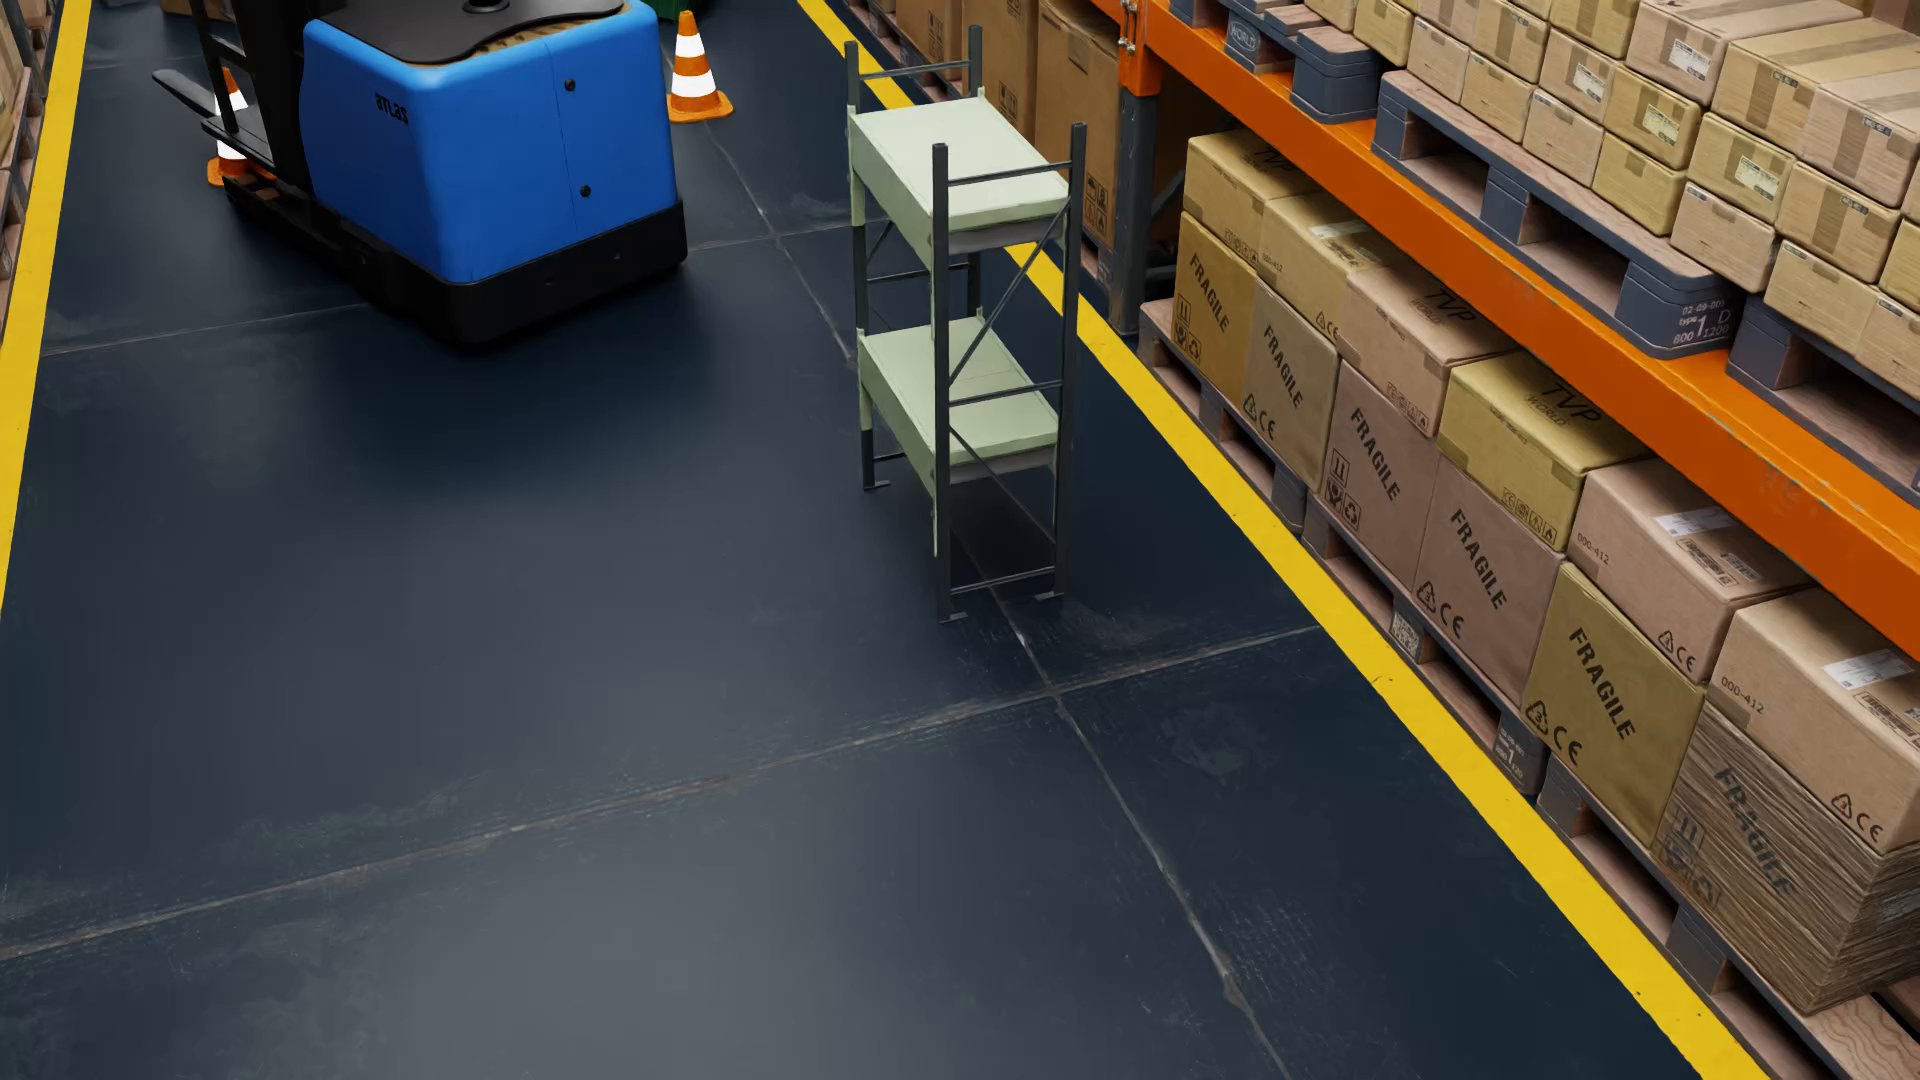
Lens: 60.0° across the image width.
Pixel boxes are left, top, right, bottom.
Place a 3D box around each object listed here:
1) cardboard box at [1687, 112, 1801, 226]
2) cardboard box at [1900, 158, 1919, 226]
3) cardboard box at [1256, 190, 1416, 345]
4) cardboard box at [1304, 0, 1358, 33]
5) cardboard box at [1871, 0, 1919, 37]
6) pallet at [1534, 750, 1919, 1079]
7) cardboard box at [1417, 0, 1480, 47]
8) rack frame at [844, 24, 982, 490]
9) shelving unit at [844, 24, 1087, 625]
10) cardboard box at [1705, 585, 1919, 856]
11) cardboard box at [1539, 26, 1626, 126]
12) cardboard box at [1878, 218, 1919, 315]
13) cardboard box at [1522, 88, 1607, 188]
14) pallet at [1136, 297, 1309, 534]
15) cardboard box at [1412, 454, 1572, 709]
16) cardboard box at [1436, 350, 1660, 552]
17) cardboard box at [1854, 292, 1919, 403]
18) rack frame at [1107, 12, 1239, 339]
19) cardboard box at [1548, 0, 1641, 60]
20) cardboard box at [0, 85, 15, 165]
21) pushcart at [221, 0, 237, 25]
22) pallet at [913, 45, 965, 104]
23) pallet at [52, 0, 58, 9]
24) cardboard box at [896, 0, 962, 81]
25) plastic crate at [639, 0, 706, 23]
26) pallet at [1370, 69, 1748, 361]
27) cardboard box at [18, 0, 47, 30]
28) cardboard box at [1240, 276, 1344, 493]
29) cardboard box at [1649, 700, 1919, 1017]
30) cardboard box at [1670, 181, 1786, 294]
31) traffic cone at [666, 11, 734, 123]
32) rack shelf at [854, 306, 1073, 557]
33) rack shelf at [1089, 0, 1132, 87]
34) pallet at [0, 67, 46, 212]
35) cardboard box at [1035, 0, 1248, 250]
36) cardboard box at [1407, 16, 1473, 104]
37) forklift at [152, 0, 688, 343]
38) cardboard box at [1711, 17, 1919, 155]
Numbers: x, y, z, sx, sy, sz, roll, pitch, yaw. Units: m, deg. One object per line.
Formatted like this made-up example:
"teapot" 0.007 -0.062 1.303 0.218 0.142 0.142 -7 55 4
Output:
"cardboard box" 1.747 -0.796 3.426 0.380 0.149 0.250 -14 39 -18
"cardboard box" 1.929 -0.625 2.952 0.380 0.149 0.250 -14 39 -17
"cardboard box" 1.239 -0.838 4.974 0.500 0.250 0.500 -13 39 -16
"cardboard box" 1.204 -1.564 4.693 0.380 0.149 0.250 -11 38 -14
"cardboard box" 2.281 -1.188 3.700 0.380 0.149 0.250 -11 38 -14
"pallet" 2.161 0.839 3.961 1.003 0.211 1.213 -12 39 -16
"cardboard box" 1.394 -1.380 4.202 0.380 0.149 0.250 -12 39 -16
"rack frame" -0.128 -0.810 5.078 0.400 1.500 0.023 -12 39 -16
"shelving unit" -0.002 -0.603 4.804 0.431 1.500 0.755 -12 39 -16
"cardboard box" 1.937 0.327 3.428 0.500 0.250 0.500 -13 39 -17
"cardboard box" 1.573 -1.088 3.814 0.380 0.149 0.250 -11 38 -14
"cardboard box" 1.934 -0.495 3.026 0.380 0.149 0.250 -11 38 -14
"cardboard box" 1.565 -0.972 3.907 0.380 0.149 0.250 -14 39 -17
"pallet" 1.322 -0.539 5.791 1.003 0.211 1.213 -12 39 -16
"cardboard box" 1.591 0.049 4.421 0.500 0.500 0.500 -13 39 -17
"cardboard box" 1.578 -0.261 4.209 0.500 0.250 0.500 -14 39 -18
"cardboard box" 1.934 -0.374 3.113 0.380 0.149 0.250 -13 39 -16
"rack frame" 1.054 -2.095 5.538 1.000 3.000 0.127 -12 39 -16
"cardboard box" 1.568 -1.215 3.735 0.380 0.149 0.250 -13 39 -17
"cardboard box" -4.502 -1.690 6.835 0.950 0.372 0.625 -10 38 -13
"pushcart" -2.812 -2.726 8.555 1.648 0.377 0.936 -27 45 -31
"pallet" 0.438 -2.130 7.903 1.003 0.211 1.213 -12 39 -16
"pallet" -5.623 -3.221 9.351 1.003 0.211 1.213 -12 39 -16
"cardboard box" 0.304 -2.746 7.923 1.050 0.750 0.750 -12 39 -16
"plastic crate" -1.612 -3.081 9.137 0.450 0.188 0.662 14 38 2
"pallet" 1.774 -0.909 4.123 1.003 0.211 1.213 -12 39 -16
"cardboard box" -4.885 -2.731 8.319 0.500 0.250 0.500 -14 39 -18
"cardboard box" 1.234 -0.529 5.187 0.500 0.500 0.500 -12 39 -15
"cardboard box" 1.940 0.629 3.650 0.500 0.500 0.500 -13 39 -17
"cardboard box" 1.747 -0.672 3.508 0.380 0.149 0.250 -14 39 -18
"traffic cone" -1.278 -2.271 7.881 0.336 0.463 0.334 -12 39 -16
"rack shelf" -0.002 -0.342 5.000 0.431 0.370 0.720 -12 39 -16
"rack shelf" 0.366 -2.937 7.255 1.077 0.370 4.000 -12 39 -16
"pallet" -4.666 -1.719 7.357 1.003 0.211 1.213 -12 39 -16
"cardboard box" 0.929 -1.727 6.570 1.050 0.750 0.750 -13 39 -17
"cardboard box" 1.392 -1.262 4.292 0.380 0.149 0.250 -11 38 -14
"forklift" -2.482 -2.675 6.365 1.130 2.935 3.031 -31 47 -34
"cardboard box" 1.757 -0.913 3.334 0.380 0.149 0.250 -14 39 -17
